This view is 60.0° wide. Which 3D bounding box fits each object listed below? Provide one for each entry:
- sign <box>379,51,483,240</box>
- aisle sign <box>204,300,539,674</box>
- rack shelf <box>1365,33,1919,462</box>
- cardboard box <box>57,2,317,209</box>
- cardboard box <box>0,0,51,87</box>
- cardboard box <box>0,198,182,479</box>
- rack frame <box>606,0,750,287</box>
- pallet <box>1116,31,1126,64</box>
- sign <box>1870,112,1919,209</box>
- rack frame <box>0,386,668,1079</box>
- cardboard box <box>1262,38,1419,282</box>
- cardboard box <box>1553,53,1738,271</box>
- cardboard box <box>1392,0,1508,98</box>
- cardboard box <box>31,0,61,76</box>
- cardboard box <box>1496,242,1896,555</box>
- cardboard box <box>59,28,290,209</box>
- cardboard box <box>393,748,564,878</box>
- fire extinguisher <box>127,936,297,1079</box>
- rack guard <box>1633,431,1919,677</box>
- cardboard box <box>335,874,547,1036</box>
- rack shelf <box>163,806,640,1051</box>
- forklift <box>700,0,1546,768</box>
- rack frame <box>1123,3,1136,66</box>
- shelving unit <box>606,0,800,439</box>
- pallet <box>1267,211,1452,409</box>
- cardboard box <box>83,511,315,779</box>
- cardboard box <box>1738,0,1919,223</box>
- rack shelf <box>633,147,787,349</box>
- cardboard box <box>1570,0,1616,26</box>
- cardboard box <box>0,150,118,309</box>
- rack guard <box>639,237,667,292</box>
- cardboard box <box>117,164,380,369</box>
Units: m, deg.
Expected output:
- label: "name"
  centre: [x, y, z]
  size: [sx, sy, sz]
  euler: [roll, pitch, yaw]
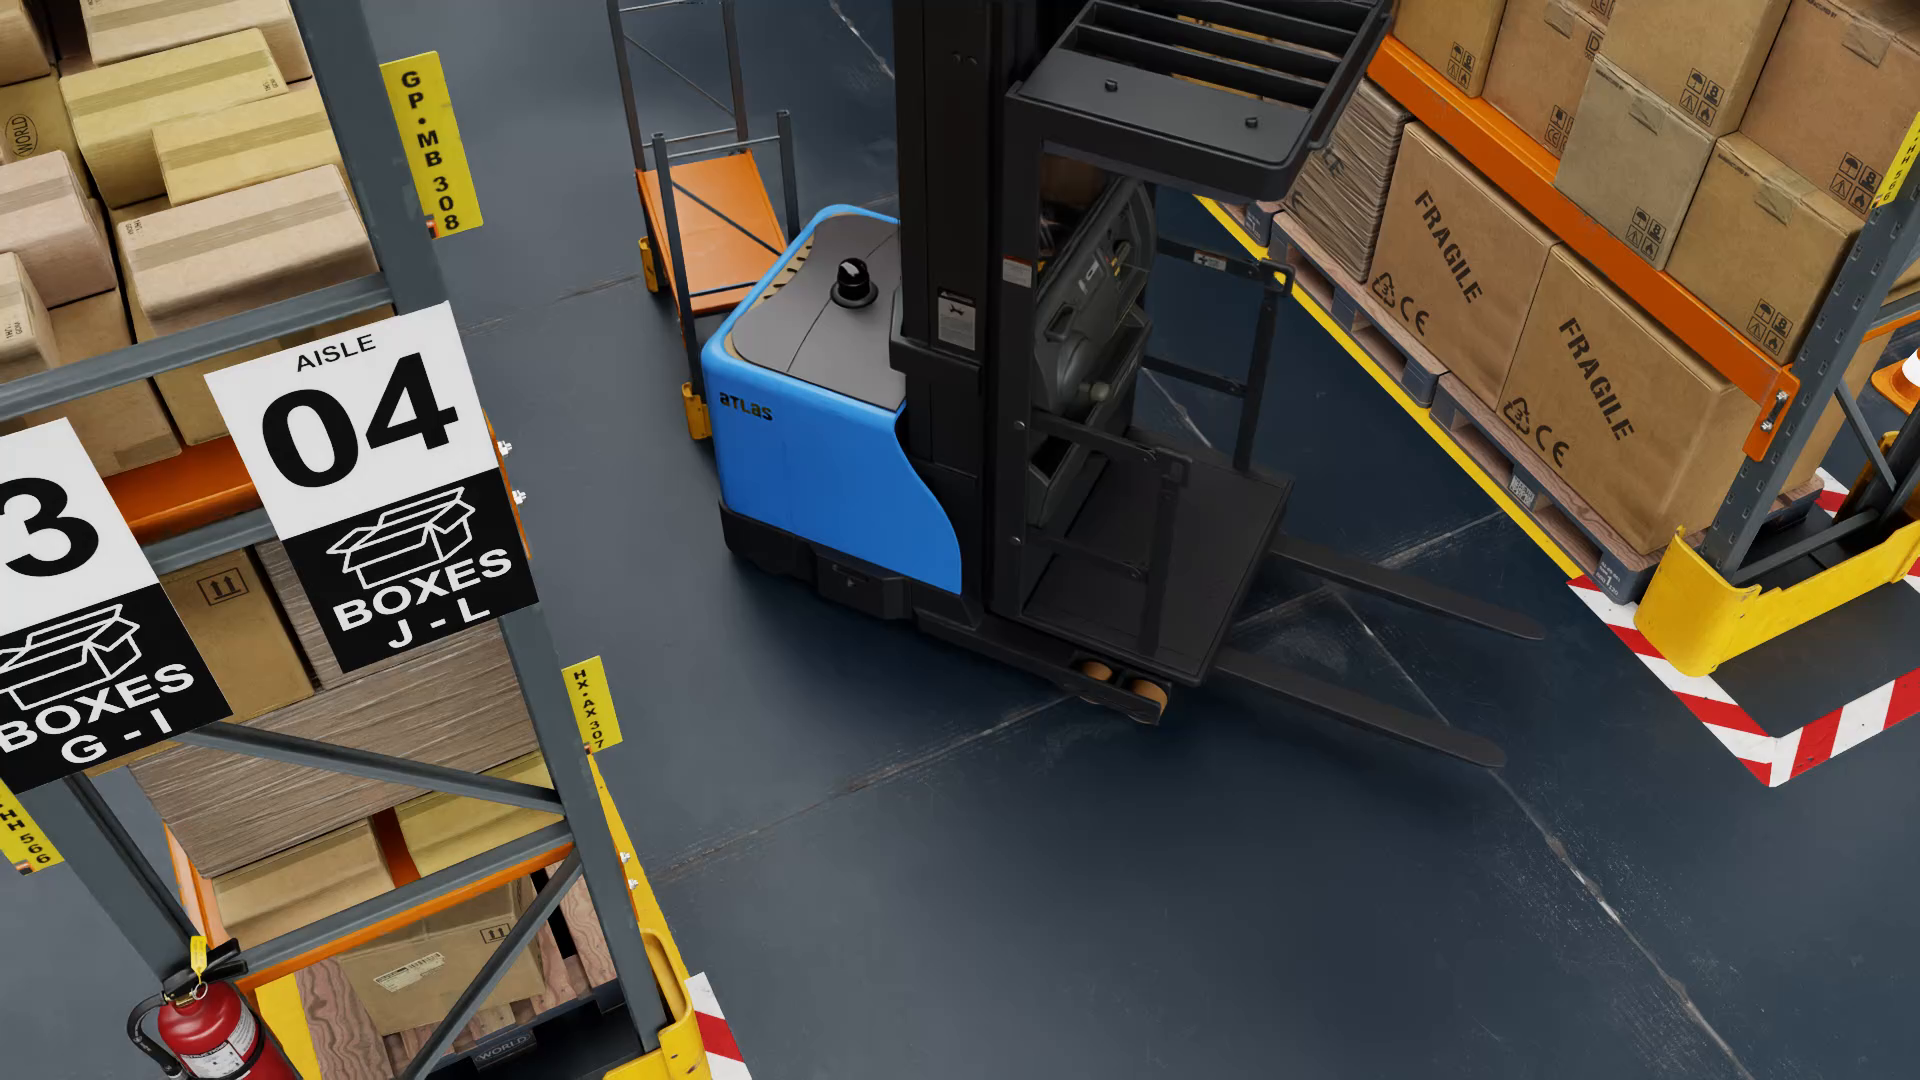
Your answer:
- label: "sign"
  centre: [-0.832, -0.612, 2.612]
  size: [0.100, 0.325, 0.005]
  euler: [-21, 52, -18]
- label: "aisle sign"
  centre: [-1.020, -0.068, 2.982]
  size: [0.394, 0.787, 0.004]
  euler: [-21, 52, -18]
- label: "rack shelf"
  centre: [2.227, -1.893, 6.783]
  size: [1.077, 0.370, 4.000]
  euler: [-21, 52, -18]
- label: "cardboard box"
  centre: [-1.547, -0.843, 3.494]
  size: [0.500, 0.250, 0.500]
  euler: [-22, 52, -18]
- label: "cardboard box"
  centre: [-2.095, -1.026, 3.389]
  size: [0.380, 0.149, 0.250]
  euler: [-21, 52, -17]
- label: "cardboard box"
  centre: [-1.761, -0.324, 3.040]
  size: [0.500, 0.250, 0.500]
  euler: [-20, 52, -17]
- label: "rack frame"
  centre: [-1.161, -1.725, 7.155]
  size: [0.500, 1.500, 0.032]
  euler: [-13, 50, -11]
- label: "pallet"
  centre: [0.891, -3.041, 9.162]
  size: [1.003, 0.211, 1.213]
  euler: [-21, 52, -18]
- label: "sign"
  centre: [2.653, -1.073, 4.661]
  size: [0.100, 0.325, 0.005]
  euler: [-21, 52, -18]
- label: "rack frame"
  centre: [-1.315, 0.850, 3.907]
  size: [1.000, 3.000, 0.127]
  euler: [-21, 52, -18]
- label: "cardboard box"
  centre: [1.953, -1.860, 7.409]
  size: [0.875, 0.875, 0.875]
  euler: [-21, 52, -17]
- label: "cardboard box"
  centre: [2.661, -1.434, 5.804]
  size: [0.875, 0.550, 0.550]
  euler: [-21, 52, -18]
- label: "cardboard box"
  centre: [2.237, -2.192, 6.468]
  size: [0.875, 0.550, 0.500]
  euler: [-21, 52, -18]
- label: "cardboard box"
  centre: [-2.219, -1.003, 3.634]
  size: [0.500, 0.250, 0.500]
  euler: [-20, 52, -17]
- label: "cardboard box"
  centre: [2.773, -0.661, 6.360]
  size: [0.875, 0.875, 0.875]
  euler: [-21, 52, -17]
- label: "cardboard box"
  centre: [-1.493, -0.817, 3.206]
  size: [0.380, 0.149, 0.250]
  euler: [-22, 52, -18]
- label: "cardboard box"
  centre: [-1.233, 0.660, 4.240]
  size: [0.380, 0.149, 0.250]
  euler: [-21, 52, -18]
- label: "fire extinguisher"
  centre: [-1.672, 1.111, 3.730]
  size: [0.296, 0.674, 0.183]
  euler: [-21, 52, -18]
- label: "rack guard"
  centre: [3.153, 0.048, 6.269]
  size: [1.175, 0.500, 0.348]
  euler: [-21, 52, -18]
- label: "cardboard box"
  centre: [-1.586, 1.111, 5.060]
  size: [0.500, 0.500, 0.500]
  euler: [-13, 50, -11]
- label: "rack shelf"
  centre: [-2.230, -0.252, 5.348]
  size: [1.077, 0.370, 4.000]
  euler: [-21, 52, -18]
- label: "forklift"
  centre: [0.629, -0.759, 5.359]
  size: [3.031, 2.935, 1.130]
  euler: [20, 52, 16]
- label: "rack frame"
  centre: [1.311, -3.468, 7.683]
  size: [1.000, 3.000, 0.127]
  euler: [-21, 52, -18]
- label: "shelving unit"
  centre: [-1.011, -1.367, 6.842]
  size: [0.587, 1.500, 1.083]
  euler: [-13, 50, -11]
- label: "pallet"
  centre: [2.152, -1.197, 7.549]
  size: [1.003, 0.211, 1.213]
  euler: [-21, 52, -18]
- label: "cardboard box"
  centre: [-1.786, 0.107, 3.628]
  size: [0.500, 0.500, 0.500]
  euler: [-21, 52, -18]
- label: "cardboard box"
  centre: [3.006, -1.458, 5.108]
  size: [0.875, 0.550, 0.550]
  euler: [-21, 52, -18]
- label: "rack shelf"
  centre: [-1.009, -1.242, 6.971]
  size: [0.538, 0.185, 1.000]
  euler: [-13, 50, -11]
- label: "cardboard box"
  centre: [2.537, -2.216, 5.771]
  size: [0.875, 0.550, 0.550]
  euler: [-21, 52, -18]
- label: "cardboard box"
  centre: [-1.734, -0.513, 2.940]
  size: [0.380, 0.149, 0.250]
  euler: [-23, 53, -19]
- label: "rack guard"
  centre: [-1.161, -1.313, 7.625]
  size: [0.587, 0.250, 0.087]
  euler: [-13, 50, -11]
- label: "cardboard box"
  centre: [-1.235, -0.484, 2.915]
  size: [0.380, 0.149, 0.250]
  euler: [-22, 52, -18]
